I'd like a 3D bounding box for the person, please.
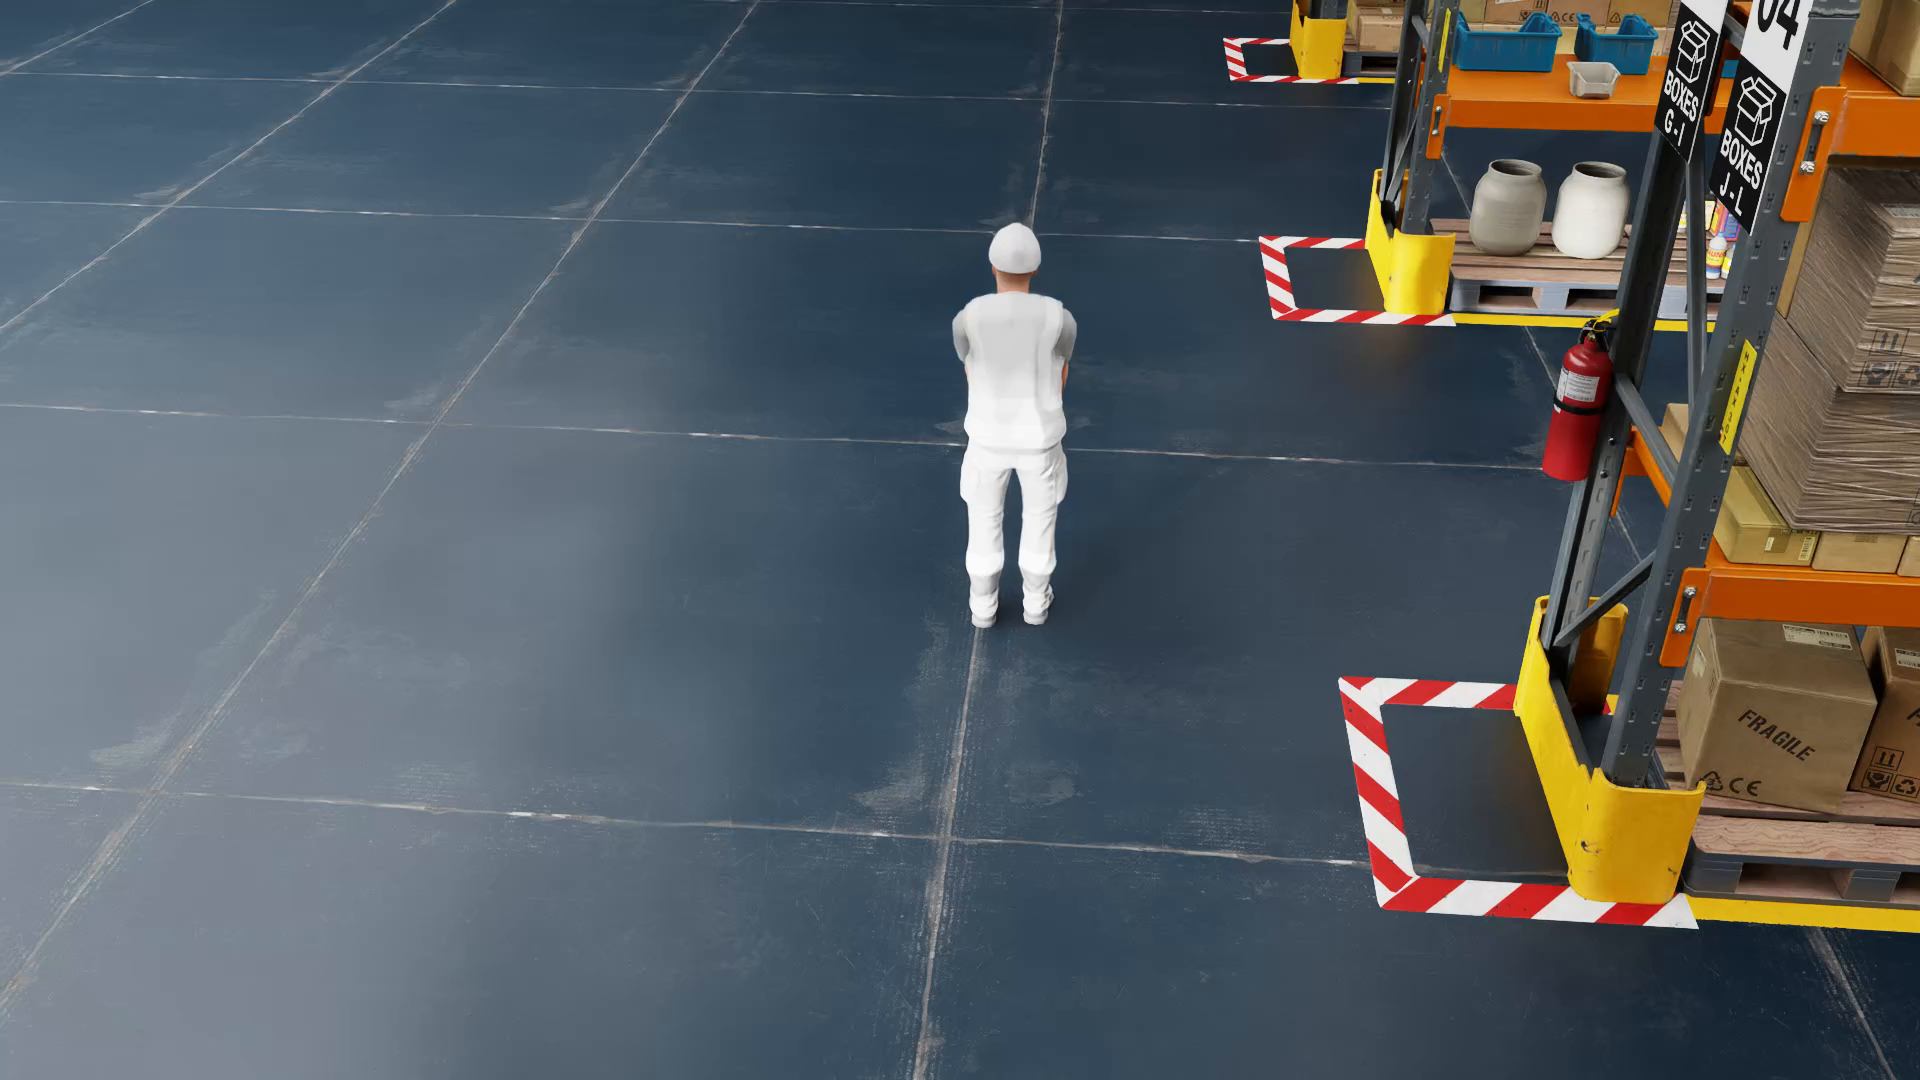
[{"bbox_3d":[0.220,-0.475,6.888,0.495,1.781,0.563,2,32,3],"label":"person"}]
